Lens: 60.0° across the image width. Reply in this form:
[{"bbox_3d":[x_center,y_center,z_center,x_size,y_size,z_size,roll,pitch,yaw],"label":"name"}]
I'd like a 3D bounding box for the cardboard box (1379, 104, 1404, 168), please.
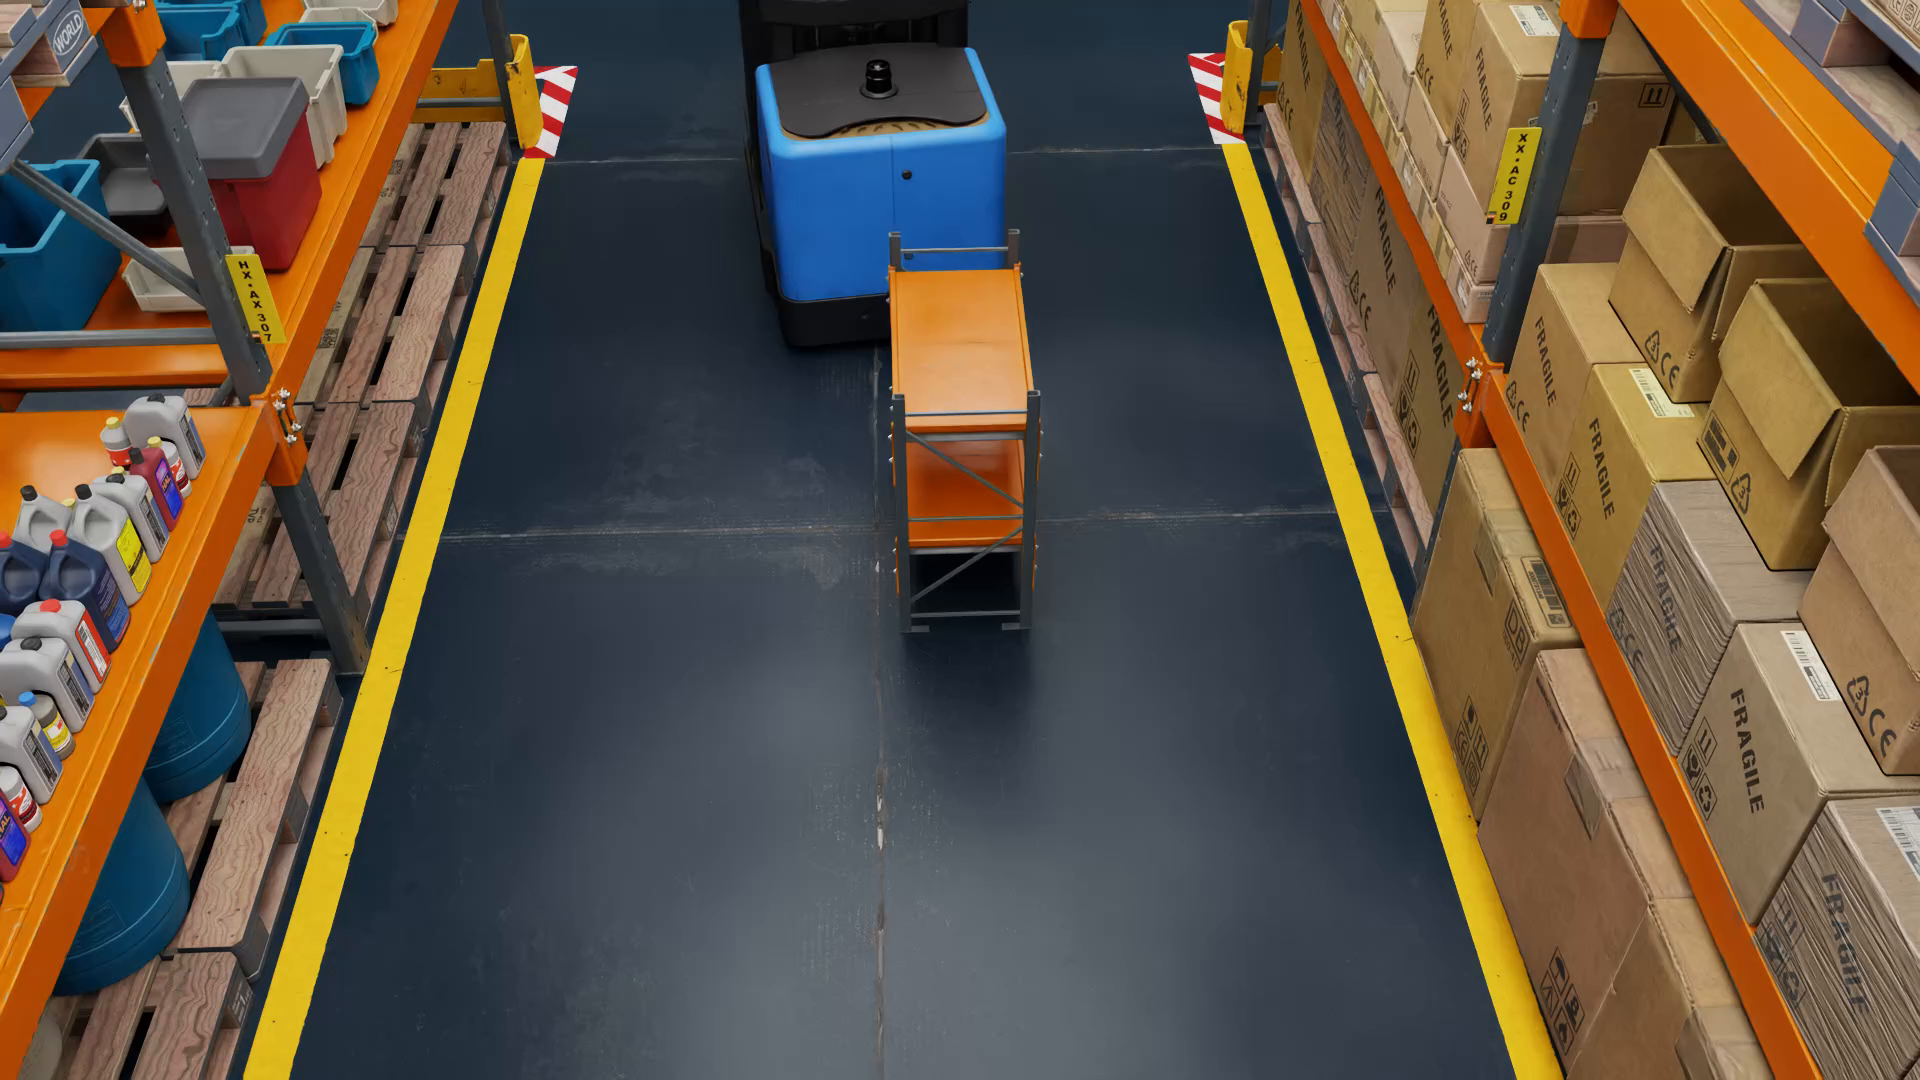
[{"bbox_3d":[1.843,-1.565,6.424,0.380,0.149,0.250,-1,43,-1],"label":"cardboard box"}]

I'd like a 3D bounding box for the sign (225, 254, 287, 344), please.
[{"bbox_3d":[-2.172,-0.741,5.134,0.100,0.325,0.005,-2,43,-2],"label":"sign"}]

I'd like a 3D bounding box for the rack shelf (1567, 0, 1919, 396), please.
[{"bbox_3d":[2.312,-0.257,3.123,1.077,0.370,4.000,-2,43,-2],"label":"rack shelf"}]

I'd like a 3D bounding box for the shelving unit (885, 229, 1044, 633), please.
[{"bbox_3d":[0.000,-0.419,6.375,0.538,1.125,1.048,-2,43,-2],"label":"shelving unit"}]

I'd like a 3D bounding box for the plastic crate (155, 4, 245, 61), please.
[{"bbox_3d":[-3.141,-2.018,6.811,0.416,0.233,0.300,-2,43,-2],"label":"plastic crate"}]

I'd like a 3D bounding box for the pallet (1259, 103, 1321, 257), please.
[{"bbox_3d":[2.169,-1.902,8.668,1.003,0.211,1.213,-2,43,-2],"label":"pallet"}]

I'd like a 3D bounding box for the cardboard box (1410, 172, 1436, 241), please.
[{"bbox_3d":[1.865,-1.218,6.044,0.380,0.149,0.250,-2,43,-3],"label":"cardboard box"}]

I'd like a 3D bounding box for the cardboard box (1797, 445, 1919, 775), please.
[{"bbox_3d":[2.322,0.140,3.561,0.797,0.503,0.637,0,43,0],"label":"cardboard box"}]

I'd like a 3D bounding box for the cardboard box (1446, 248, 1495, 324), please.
[{"bbox_3d":[1.887,-0.871,5.666,0.380,0.149,0.250,-1,43,-2],"label":"cardboard box"}]

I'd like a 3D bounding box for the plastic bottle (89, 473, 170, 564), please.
[{"bbox_3d":[-2.366,-0.075,4.704,0.152,0.276,0.135,-2,43,-2],"label":"plastic bottle"}]

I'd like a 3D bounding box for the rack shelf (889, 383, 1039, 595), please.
[{"bbox_3d":[0.000,-0.239,6.540,0.538,0.278,1.000,-2,43,-2],"label":"rack shelf"}]

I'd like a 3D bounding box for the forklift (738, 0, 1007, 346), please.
[{"bbox_3d":[-0.549,-2.971,7.822,1.130,2.935,3.031,-7,43,-7],"label":"forklift"}]

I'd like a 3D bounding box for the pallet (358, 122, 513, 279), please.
[{"bbox_3d":[-2.895,-1.739,8.491,1.003,0.211,1.213,-2,43,-2],"label":"pallet"}]

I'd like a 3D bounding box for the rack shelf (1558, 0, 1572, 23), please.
[{"bbox_3d":[2.142,-2.957,6.069,1.077,0.370,4.000,-2,43,-2],"label":"rack shelf"}]

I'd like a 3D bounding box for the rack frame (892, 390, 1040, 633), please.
[{"bbox_3d":[0.021,-0.076,6.000,0.500,1.125,0.032,-2,43,-2],"label":"rack frame"}]

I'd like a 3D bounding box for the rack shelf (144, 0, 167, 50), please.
[{"bbox_3d":[-2.806,-2.815,5.914,1.077,0.370,4.000,-2,43,-2],"label":"rack shelf"}]

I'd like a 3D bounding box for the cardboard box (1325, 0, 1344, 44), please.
[{"bbox_3d":[1.800,-2.257,7.179,0.380,0.149,0.250,-2,43,-2],"label":"cardboard box"}]

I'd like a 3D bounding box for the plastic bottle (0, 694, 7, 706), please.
[{"bbox_3d":[-2.463,0.374,4.218,0.097,0.271,0.097,0,43,0],"label":"plastic bottle"}]

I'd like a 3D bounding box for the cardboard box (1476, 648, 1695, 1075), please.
[{"bbox_3d":[2.313,0.896,4.814,1.225,0.875,0.875,-3,43,-3],"label":"cardboard box"}]

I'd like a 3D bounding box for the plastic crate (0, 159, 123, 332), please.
[{"bbox_3d":[-3.082,-0.946,5.530,0.392,0.384,0.575,-2,43,-2],"label":"plastic crate"}]

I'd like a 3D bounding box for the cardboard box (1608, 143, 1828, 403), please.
[{"bbox_3d":[2.263,-0.742,4.524,0.797,0.503,0.637,-3,43,-3],"label":"cardboard box"}]

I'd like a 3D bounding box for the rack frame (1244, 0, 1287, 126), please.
[{"bbox_3d":[2.057,-3.467,8.313,1.000,3.000,0.127,-2,43,-2],"label":"rack frame"}]

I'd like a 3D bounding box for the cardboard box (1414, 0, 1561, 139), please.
[{"bbox_3d":[1.923,-1.739,5.763,0.500,0.500,0.500,-1,43,-1],"label":"cardboard box"}]

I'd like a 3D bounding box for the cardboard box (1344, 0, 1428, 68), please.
[{"bbox_3d":[1.882,-2.147,6.764,0.500,0.250,0.500,-2,43,-3],"label":"cardboard box"}]

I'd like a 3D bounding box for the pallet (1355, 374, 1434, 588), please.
[{"bbox_3d":[2.273,-0.254,6.871,1.003,0.211,1.213,-2,43,-2],"label":"pallet"}]

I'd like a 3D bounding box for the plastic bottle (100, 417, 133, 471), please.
[{"bbox_3d":[-2.505,-0.278,4.981,0.097,0.201,0.097,0,43,0],"label":"plastic bottle"}]

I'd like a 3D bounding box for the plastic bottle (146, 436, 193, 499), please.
[{"bbox_3d":[-2.349,-0.217,4.914,0.097,0.201,0.097,0,43,0],"label":"plastic bottle"}]

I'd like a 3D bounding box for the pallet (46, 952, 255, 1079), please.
[{"bbox_3d":[-2.675,1.751,4.683,1.003,0.211,1.213,-2,43,-2],"label":"pallet"}]

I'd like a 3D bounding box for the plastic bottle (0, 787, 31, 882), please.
[{"bbox_3d":[-2.274,0.665,3.891,0.061,0.283,0.133,-2,43,-2],"label":"plastic bottle"}]

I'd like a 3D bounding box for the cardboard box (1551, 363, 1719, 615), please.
[{"bbox_3d":[2.019,-0.146,4.616,0.500,0.500,0.500,-2,43,-2],"label":"cardboard box"}]

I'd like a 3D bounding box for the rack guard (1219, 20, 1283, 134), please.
[{"bbox_3d":[2.056,-2.562,9.175,1.175,0.500,0.348,-2,43,-2],"label":"rack guard"}]

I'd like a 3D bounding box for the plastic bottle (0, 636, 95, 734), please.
[{"bbox_3d":[-2.339,0.356,4.234,0.152,0.276,0.135,-2,43,-2],"label":"plastic bottle"}]

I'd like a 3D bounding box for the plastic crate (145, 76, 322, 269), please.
[{"bbox_3d":[-2.509,-1.280,5.835,0.402,0.464,0.583,-2,43,-2],"label":"plastic crate"}]

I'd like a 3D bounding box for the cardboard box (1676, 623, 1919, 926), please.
[{"bbox_3d":[2.067,0.540,3.867,0.500,0.500,0.500,-1,43,-1],"label":"cardboard box"}]

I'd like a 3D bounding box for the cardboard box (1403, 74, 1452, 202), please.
[{"bbox_3d":[1.922,-1.461,6.015,0.500,0.250,0.500,0,43,-1],"label":"cardboard box"}]

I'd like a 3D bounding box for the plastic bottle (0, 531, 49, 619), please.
[{"bbox_3d":[-2.492,0.134,4.421,0.144,0.351,0.185,-2,43,-2],"label":"plastic bottle"}]

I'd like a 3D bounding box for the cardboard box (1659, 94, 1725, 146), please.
[{"bbox_3d":[2.462,-1.428,5.424,0.500,0.500,0.500,-2,43,-2],"label":"cardboard box"}]

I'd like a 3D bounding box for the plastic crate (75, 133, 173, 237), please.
[{"bbox_3d":[-3.037,-1.293,6.100,0.437,0.125,0.590,-2,43,-2],"label":"plastic crate"}]

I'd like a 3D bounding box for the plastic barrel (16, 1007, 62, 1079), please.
[{"bbox_3d":[-2.751,1.367,4.569,0.421,0.512,0.421,0,43,0],"label":"plastic barrel"}]

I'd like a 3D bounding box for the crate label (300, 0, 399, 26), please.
[{"bbox_3d":[-2.642,-2.321,7.213,0.396,0.136,0.243,-2,43,-2],"label":"crate label"}]

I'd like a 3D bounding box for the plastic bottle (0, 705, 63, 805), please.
[{"bbox_3d":[-2.329,0.512,4.063,0.152,0.276,0.135,-2,43,-2],"label":"plastic bottle"}]

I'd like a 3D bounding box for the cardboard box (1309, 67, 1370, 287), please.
[{"bbox_3d":[2.203,-1.795,7.750,0.875,0.875,0.875,-2,43,-2],"label":"cardboard box"}]

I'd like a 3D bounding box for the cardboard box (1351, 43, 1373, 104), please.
[{"bbox_3d":[1.822,-1.910,6.800,0.380,0.149,0.250,-1,43,-1],"label":"cardboard box"}]

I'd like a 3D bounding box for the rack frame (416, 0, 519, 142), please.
[{"bbox_3d":[-2.891,-3.325,8.158,1.000,3.000,0.127,-2,43,-2],"label":"rack frame"}]

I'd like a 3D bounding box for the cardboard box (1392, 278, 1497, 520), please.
[{"bbox_3d":[2.279,-0.586,6.431,0.875,0.875,0.875,-2,43,-2],"label":"cardboard box"}]

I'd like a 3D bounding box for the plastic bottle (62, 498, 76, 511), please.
[{"bbox_3d":[-2.490,-0.032,4.712,0.097,0.201,0.097,0,43,0],"label":"plastic bottle"}]

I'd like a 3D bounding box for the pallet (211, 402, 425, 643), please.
[{"bbox_3d":[-2.791,-0.092,6.694,1.003,0.211,1.213,-2,43,-2],"label":"pallet"}]

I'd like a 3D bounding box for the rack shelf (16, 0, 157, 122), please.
[{"bbox_3d":[-2.636,-0.115,2.968,1.077,0.370,4.000,-2,43,-2],"label":"rack shelf"}]

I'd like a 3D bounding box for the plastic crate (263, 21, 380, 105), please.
[{"bbox_3d":[-2.548,-1.906,6.689,0.416,0.233,0.300,-2,43,-2],"label":"plastic crate"}]

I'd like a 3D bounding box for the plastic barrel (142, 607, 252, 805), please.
[{"bbox_3d":[-2.715,0.362,5.377,0.600,0.901,0.708,-2,43,-2],"label":"plastic barrel"}]

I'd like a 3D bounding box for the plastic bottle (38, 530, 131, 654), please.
[{"bbox_3d":[-2.348,0.130,4.425,0.144,0.351,0.185,-2,43,-2],"label":"plastic bottle"}]
